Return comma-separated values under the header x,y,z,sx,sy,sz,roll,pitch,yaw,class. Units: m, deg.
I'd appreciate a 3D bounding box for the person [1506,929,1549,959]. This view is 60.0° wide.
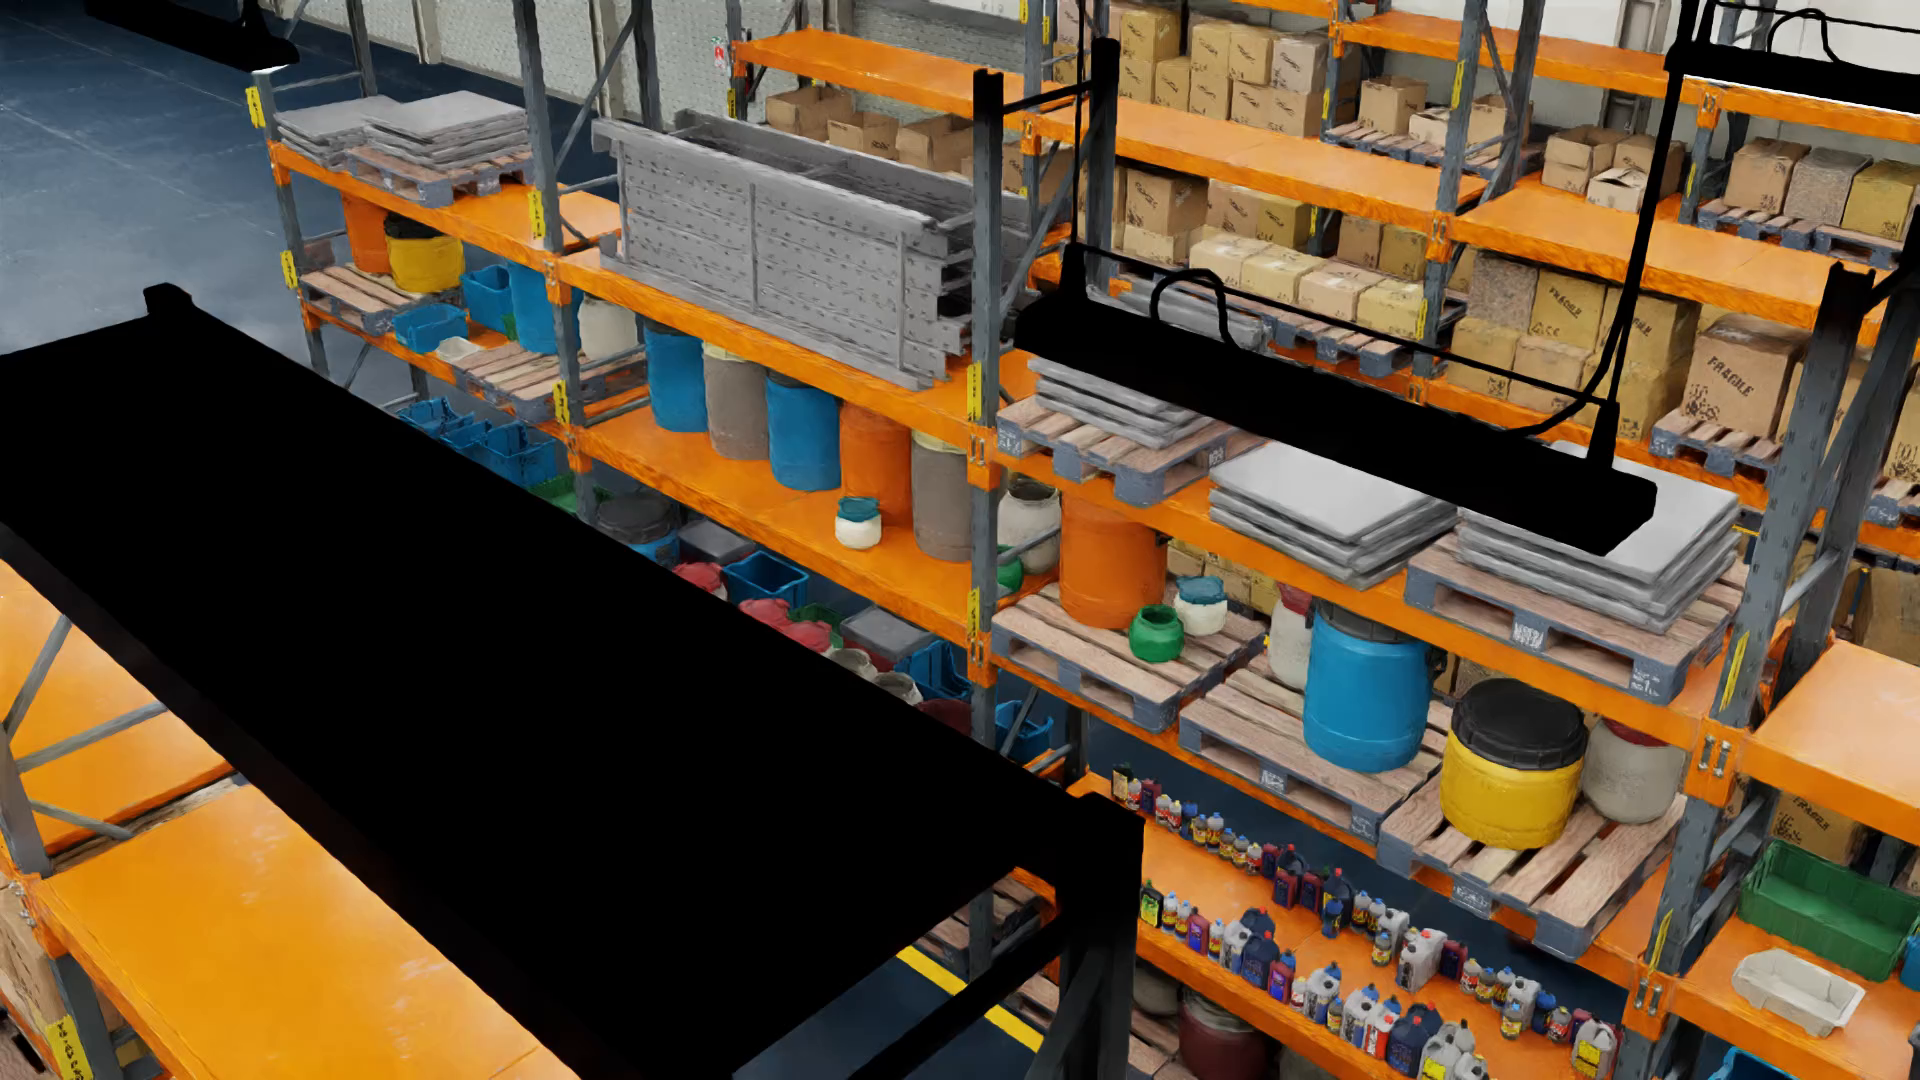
x,y,z,sx,sy,sz,roll,pitch,yaw,class
4.232,2.169,10.751,0.480,1.563,1.079,-26,38,-38,person
